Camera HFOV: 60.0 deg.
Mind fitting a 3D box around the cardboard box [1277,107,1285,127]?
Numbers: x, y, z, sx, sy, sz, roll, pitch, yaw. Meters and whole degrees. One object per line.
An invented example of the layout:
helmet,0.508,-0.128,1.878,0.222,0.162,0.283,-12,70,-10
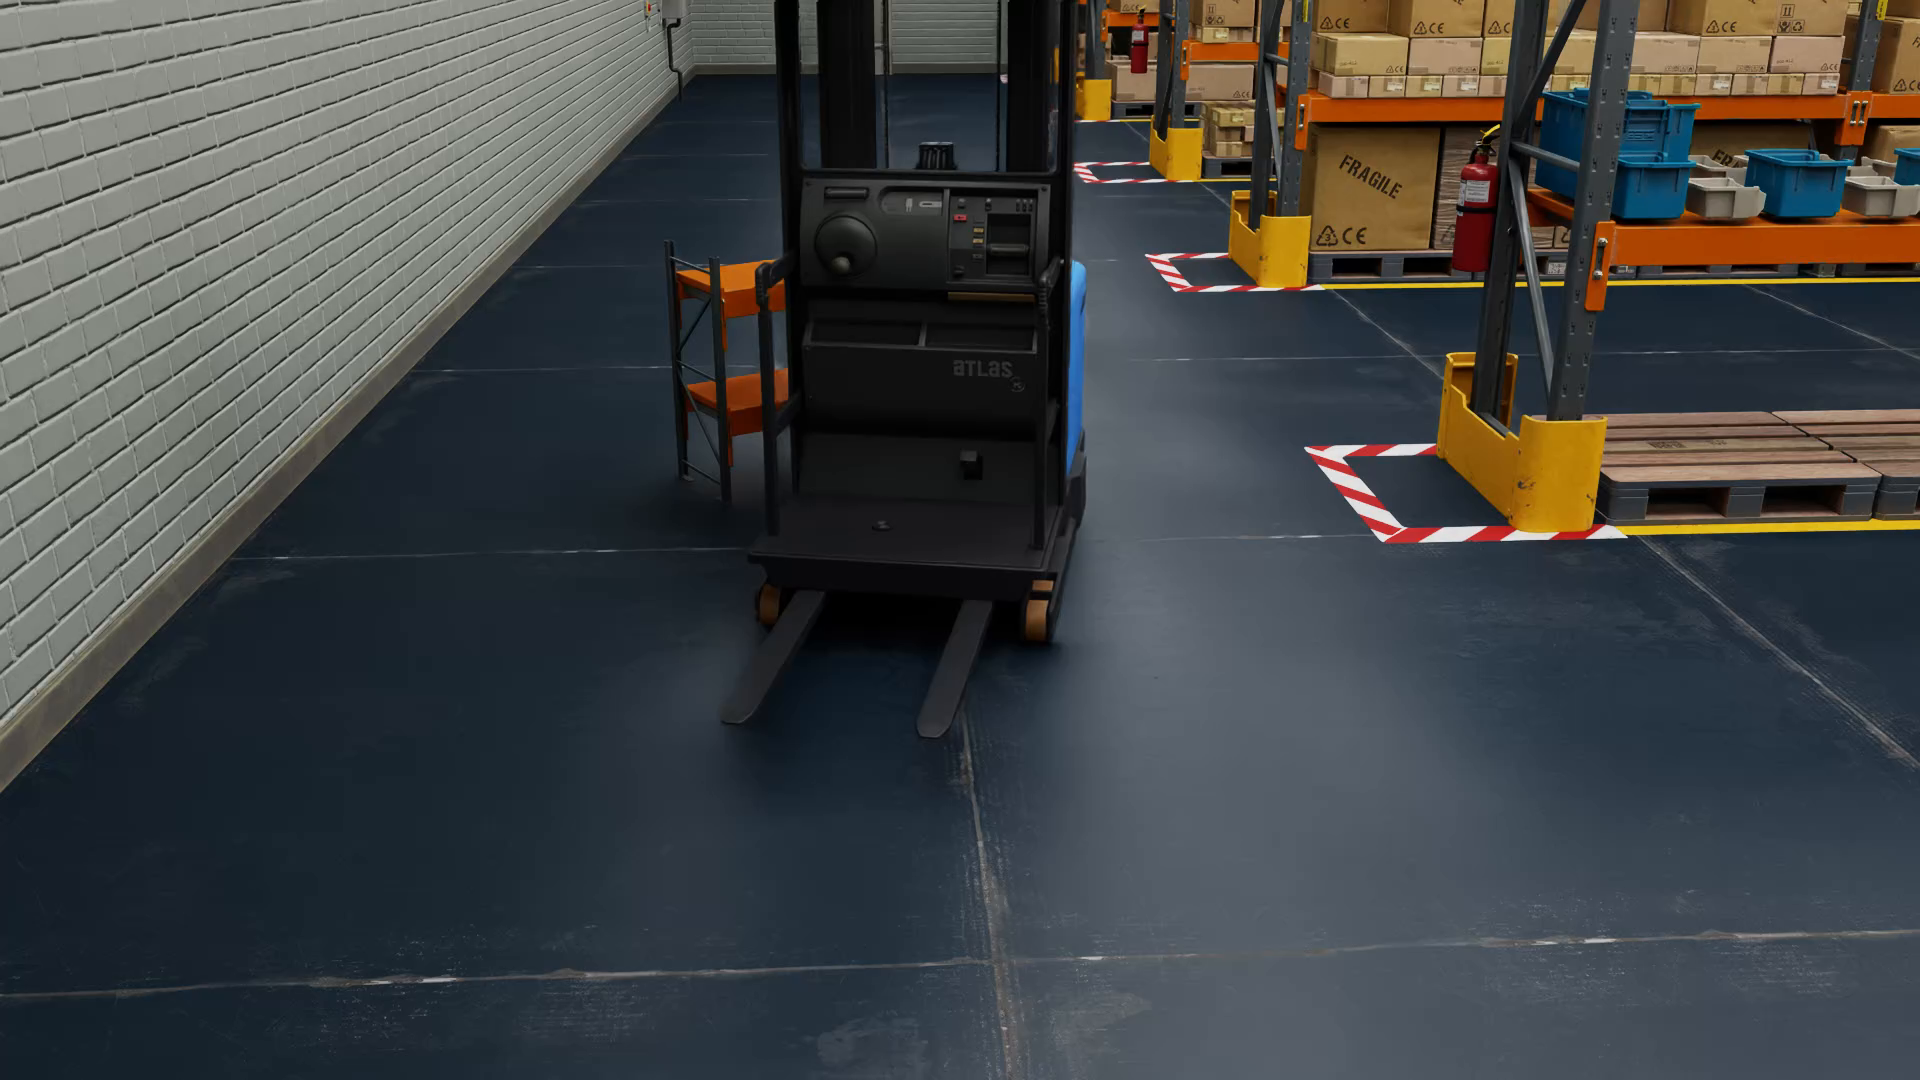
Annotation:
cardboard box,3.187,-4.210,16.545,0.250,0.149,0.380,-1,21,-3

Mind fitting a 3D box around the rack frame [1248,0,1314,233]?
rack frame,2.299,-3.407,11.853,0.127,3.000,1.000,-1,21,-3

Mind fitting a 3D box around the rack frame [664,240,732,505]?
rack frame,-1.186,-0.759,7.534,0.032,1.125,0.500,-14,25,-32

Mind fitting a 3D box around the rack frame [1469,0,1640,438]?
rack frame,2.582,-1.647,7.232,0.127,3.000,1.000,-1,21,-3

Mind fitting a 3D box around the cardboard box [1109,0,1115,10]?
cardboard box,2.200,-7.078,21.354,0.500,0.500,0.500,-1,21,-3

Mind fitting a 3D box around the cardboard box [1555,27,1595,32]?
cardboard box,4.302,-3.612,12.186,0.500,0.250,0.500,-1,21,-3

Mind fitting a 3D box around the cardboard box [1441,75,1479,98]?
cardboard box,3.445,-3.196,11.653,0.250,0.149,0.380,-1,21,-4

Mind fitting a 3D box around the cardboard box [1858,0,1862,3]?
cardboard box,8.858,-5.362,16.334,0.250,0.149,0.380,-1,21,-3

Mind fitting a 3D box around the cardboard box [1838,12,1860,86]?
cardboard box,6.744,-3.641,12.328,0.500,0.500,0.500,-1,21,-3

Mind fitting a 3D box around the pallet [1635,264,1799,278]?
pallet,5.529,-2.197,12.595,1.213,0.211,1.003,-1,21,-3

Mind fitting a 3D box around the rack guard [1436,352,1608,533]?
rack guard,2.559,-0.474,7.663,0.348,0.500,1.175,-1,21,-3

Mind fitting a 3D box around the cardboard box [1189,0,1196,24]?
cardboard box,2.551,-5.457,16.680,0.500,0.500,0.500,-1,21,-2

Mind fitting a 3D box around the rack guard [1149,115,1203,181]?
rack guard,2.193,-4.004,16.935,0.348,0.500,1.175,-1,21,-3

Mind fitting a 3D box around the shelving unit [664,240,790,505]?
shelving unit,-0.766,-0.861,7.801,1.048,1.125,0.538,-14,25,-32

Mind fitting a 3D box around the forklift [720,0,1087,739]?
forklift,-0.162,-1.123,5.952,1.130,2.935,3.031,3,21,8

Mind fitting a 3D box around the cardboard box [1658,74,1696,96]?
cardboard box,4.980,-3.227,11.734,0.250,0.149,0.380,-1,21,-2

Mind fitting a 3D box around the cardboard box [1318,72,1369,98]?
cardboard box,2.673,-3.179,11.609,0.250,0.149,0.380,-1,21,-2

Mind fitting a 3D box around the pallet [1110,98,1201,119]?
pallet,2.527,-5.668,21.711,1.213,0.211,1.003,-1,21,-3

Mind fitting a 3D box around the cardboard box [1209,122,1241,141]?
cardboard box,2.655,-4.093,16.654,0.250,0.149,0.380,0,21,-1

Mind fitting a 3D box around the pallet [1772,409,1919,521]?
pallet,4.623,-0.371,7.798,1.213,0.211,1.003,-1,21,-3

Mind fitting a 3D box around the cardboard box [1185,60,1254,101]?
cardboard box,3.300,-5.996,21.666,0.875,0.438,0.875,-1,21,-2

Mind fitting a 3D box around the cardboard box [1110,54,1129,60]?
cardboard box,2.489,-7.528,26.094,0.250,0.149,0.380,-2,21,-5

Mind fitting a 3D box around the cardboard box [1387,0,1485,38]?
cardboard box,3.293,-3.750,11.494,0.500,0.500,0.500,-2,21,-4

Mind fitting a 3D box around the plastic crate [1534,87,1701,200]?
plastic crate,2.906,-1.765,7.407,0.499,0.435,0.616,-1,21,-3

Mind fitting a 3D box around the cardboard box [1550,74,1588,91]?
cardboard box,4.208,-3.211,11.692,0.250,0.149,0.380,-2,21,-4

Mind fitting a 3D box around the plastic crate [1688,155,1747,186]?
plastic crate,3.386,-1.633,7.480,0.243,0.136,0.396,-1,21,-3

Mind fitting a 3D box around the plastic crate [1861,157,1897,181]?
plastic crate,4.247,-1.661,7.553,0.250,0.136,0.298,-1,21,-3

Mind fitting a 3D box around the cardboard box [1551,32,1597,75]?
cardboard box,4.335,-3.424,11.691,0.500,0.250,0.500,-2,21,-4

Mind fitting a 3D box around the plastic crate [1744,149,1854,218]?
plastic crate,3.505,-1.498,6.992,0.300,0.233,0.416,-1,21,-3

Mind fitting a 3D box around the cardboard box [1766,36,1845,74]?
cardboard box,5.867,-3.455,11.772,0.500,0.250,0.500,-2,21,-4

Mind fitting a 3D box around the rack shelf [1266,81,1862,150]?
rack shelf,4.296,-3.111,12.088,4.000,0.370,1.077,-1,21,-3

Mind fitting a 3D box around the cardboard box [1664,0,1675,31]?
cardboard box,5.308,-3.981,12.101,0.500,0.500,0.500,-1,21,-3

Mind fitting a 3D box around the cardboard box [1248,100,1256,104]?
cardboard box,3.137,-4.448,17.170,0.250,0.149,0.380,-2,21,-4

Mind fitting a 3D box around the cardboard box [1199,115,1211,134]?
cardboard box,2.628,-4.286,17.160,0.250,0.149,0.380,-2,21,-5

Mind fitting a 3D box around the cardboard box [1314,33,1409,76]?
cardboard box,2.794,-3.389,11.601,0.500,0.250,0.500,-2,21,-4

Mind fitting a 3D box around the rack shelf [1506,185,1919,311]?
rack shelf,4.579,-1.352,7.466,4.000,0.370,1.077,-1,21,-3

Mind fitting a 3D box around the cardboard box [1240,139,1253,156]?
cardboard box,2.915,-3.966,16.738,0.250,0.149,0.380,-1,21,-3

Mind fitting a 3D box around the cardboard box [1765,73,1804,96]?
cardboard box,5.750,-3.243,11.775,0.250,0.149,0.380,-1,21,-2

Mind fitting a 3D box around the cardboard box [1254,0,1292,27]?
cardboard box,3.114,-5.287,16.234,0.500,0.500,0.500,-1,21,-3

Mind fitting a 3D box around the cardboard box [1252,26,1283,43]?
cardboard box,2.983,-4.950,16.259,0.250,0.149,0.380,-2,21,-5

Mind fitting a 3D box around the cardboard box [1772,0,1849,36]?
cardboard box,5.849,-3.803,11.633,0.500,0.500,0.500,-1,21,-1

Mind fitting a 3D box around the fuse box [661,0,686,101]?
fuse box,-3.869,-6.951,22.974,0.414,1.711,0.539,-1,21,-3

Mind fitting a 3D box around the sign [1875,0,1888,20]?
sign,6.326,-3.732,11.381,0.005,0.325,0.100,-1,21,-3

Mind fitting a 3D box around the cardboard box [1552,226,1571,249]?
cardboard box,4.731,-2.688,12.361,0.875,0.875,0.875,-1,21,-3

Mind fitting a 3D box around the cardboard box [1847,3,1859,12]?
cardboard box,8.615,-5.219,16.376,0.250,0.149,0.380,-2,21,-5
